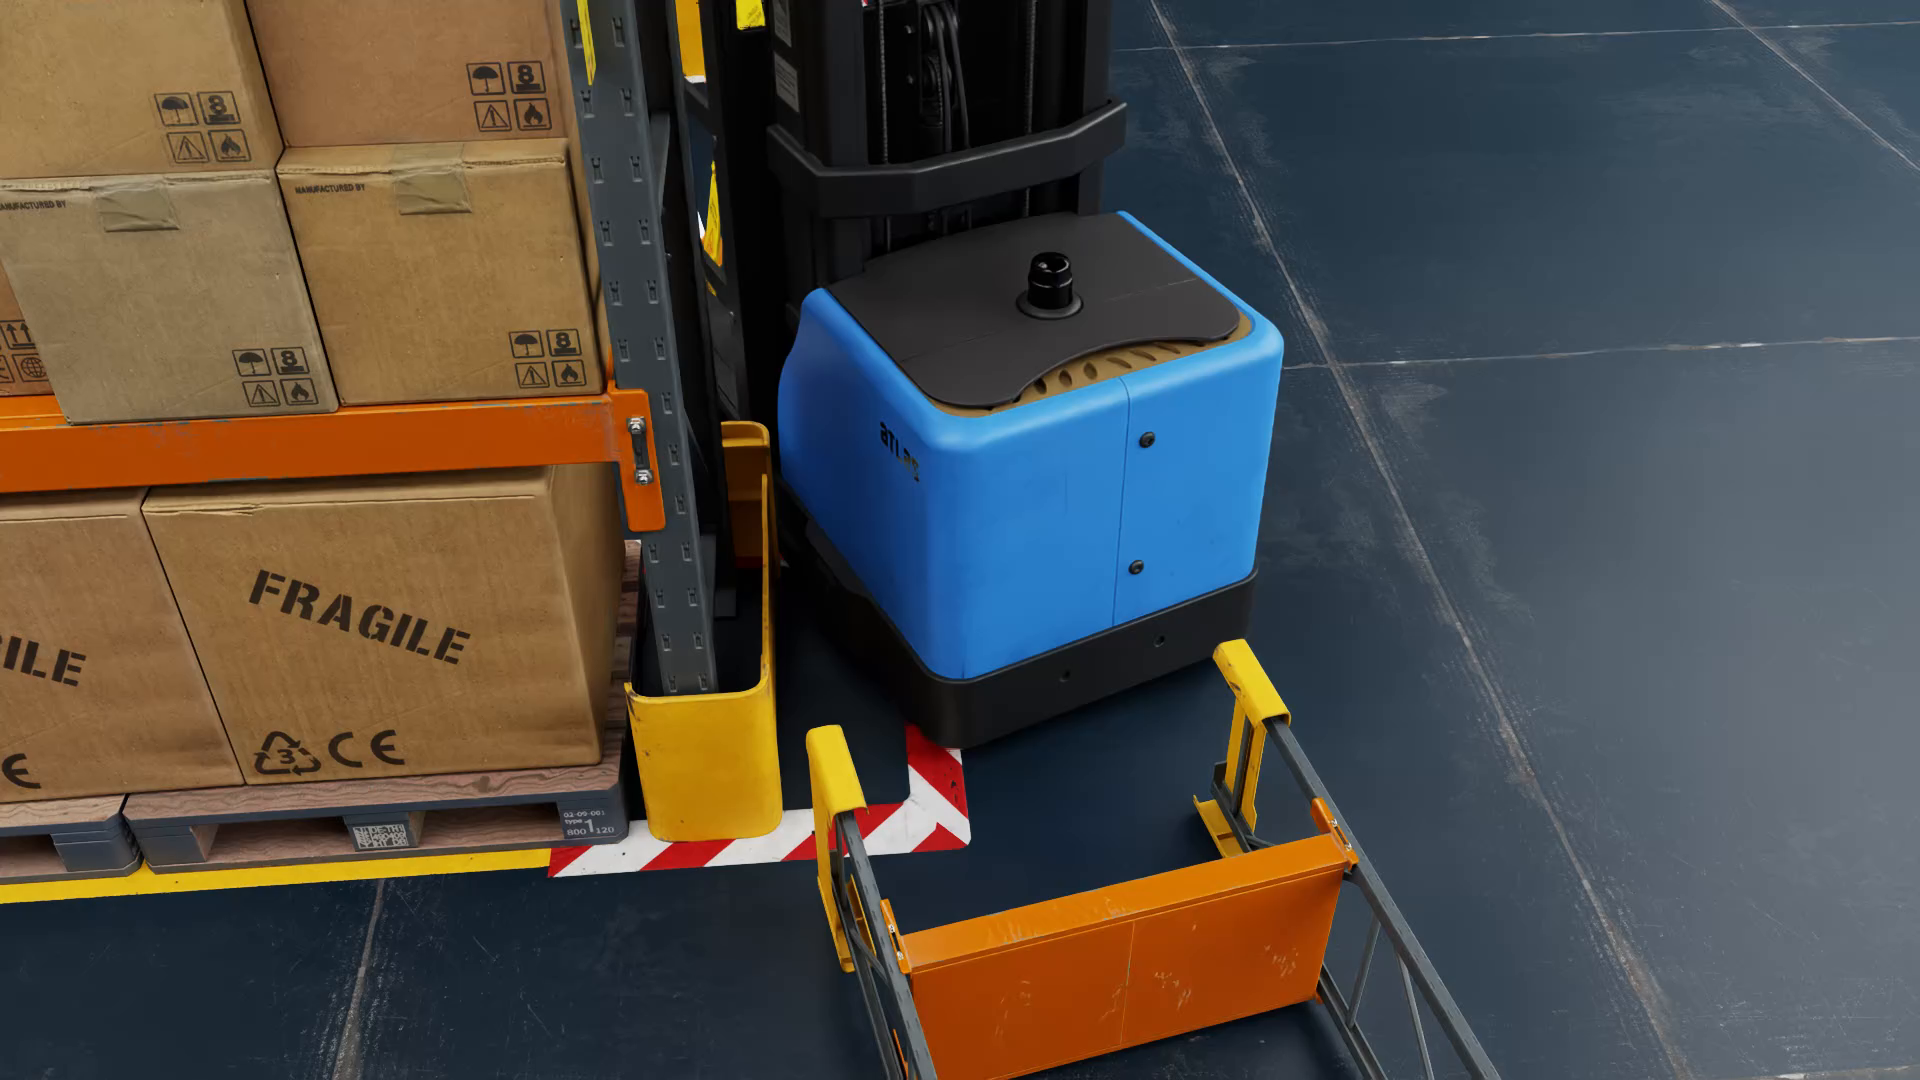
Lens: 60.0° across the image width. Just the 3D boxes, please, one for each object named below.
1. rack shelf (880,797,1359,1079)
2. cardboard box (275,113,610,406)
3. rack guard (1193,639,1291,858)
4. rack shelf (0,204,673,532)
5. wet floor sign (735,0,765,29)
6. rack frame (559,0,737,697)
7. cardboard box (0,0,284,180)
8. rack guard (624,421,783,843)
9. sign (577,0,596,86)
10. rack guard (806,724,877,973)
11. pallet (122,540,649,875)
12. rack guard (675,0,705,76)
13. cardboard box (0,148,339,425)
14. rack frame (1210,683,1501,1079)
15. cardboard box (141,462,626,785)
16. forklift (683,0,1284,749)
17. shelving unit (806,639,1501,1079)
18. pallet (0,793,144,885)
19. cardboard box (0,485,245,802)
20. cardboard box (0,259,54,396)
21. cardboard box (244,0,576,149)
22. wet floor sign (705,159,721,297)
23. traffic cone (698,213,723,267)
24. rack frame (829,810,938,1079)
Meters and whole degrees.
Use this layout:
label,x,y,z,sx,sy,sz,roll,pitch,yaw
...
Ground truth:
label,x,y,z,sx,sy,sz,roll,pitch,yaw
rack shelf,0.338,0.907,3.637,1.000,0.538,0.185,-11,41,-12
cardboard box,-1.072,-0.777,3.692,0.550,0.550,0.875,-3,38,-4
rack guard,0.683,0.542,4.067,0.087,0.587,0.250,-11,41,-12
rack shelf,-2.698,-0.374,3.883,4.000,0.370,1.077,-3,38,-4
wet floor sign,-0.961,-2.241,7.569,0.232,0.644,0.267,9,39,12
rack frame,-0.706,-0.766,3.800,0.127,3.000,1.000,-3,38,-4
cardboard box,-1.619,-1.166,3.313,0.550,0.550,0.875,-3,38,-4
rack guard,-0.682,0.214,4.576,0.348,0.500,1.175,-3,38,-4
sign,-0.672,-0.978,2.942,0.005,0.325,0.100,-3,38,-4
rack guard,-0.273,0.722,3.853,0.087,0.587,0.250,-11,41,-12
pallet,-1.496,0.421,4.547,1.213,0.211,1.003,-3,38,-4
rack guard,-1.321,-2.829,8.432,0.348,0.500,1.175,-3,38,-4
cardboard box,-1.618,-0.733,3.637,0.550,0.550,0.875,-3,38,-4
rack frame,0.877,0.926,3.614,0.032,0.500,1.500,-11,41,-12
cardboard box,-1.376,-0.019,4.229,0.875,0.875,0.875,-3,38,-4
forklift,-0.296,-1.494,4.778,1.130,2.935,3.031,-18,42,-22
shelving unit,0.380,1.020,3.503,1.083,0.587,1.500,-11,41,-12
pallet,-2.708,0.486,4.464,1.213,0.211,1.003,-3,38,-4
cardboard box,-2.252,0.031,4.166,0.875,0.875,0.875,-4,38,-5
cardboard box,-2.186,-0.780,3.696,0.550,0.550,0.875,-3,38,-4
cardboard box,-1.079,-1.253,3.423,0.550,0.550,0.875,-3,38,-4
wet floor sign,-0.853,-1.065,6.079,0.232,0.644,0.267,-9,39,-12
traffic cone,-1.122,-1.333,6.566,0.334,0.463,0.336,-3,38,-4
rack frame,-0.099,1.110,3.396,0.032,0.500,1.500,-11,41,-12
